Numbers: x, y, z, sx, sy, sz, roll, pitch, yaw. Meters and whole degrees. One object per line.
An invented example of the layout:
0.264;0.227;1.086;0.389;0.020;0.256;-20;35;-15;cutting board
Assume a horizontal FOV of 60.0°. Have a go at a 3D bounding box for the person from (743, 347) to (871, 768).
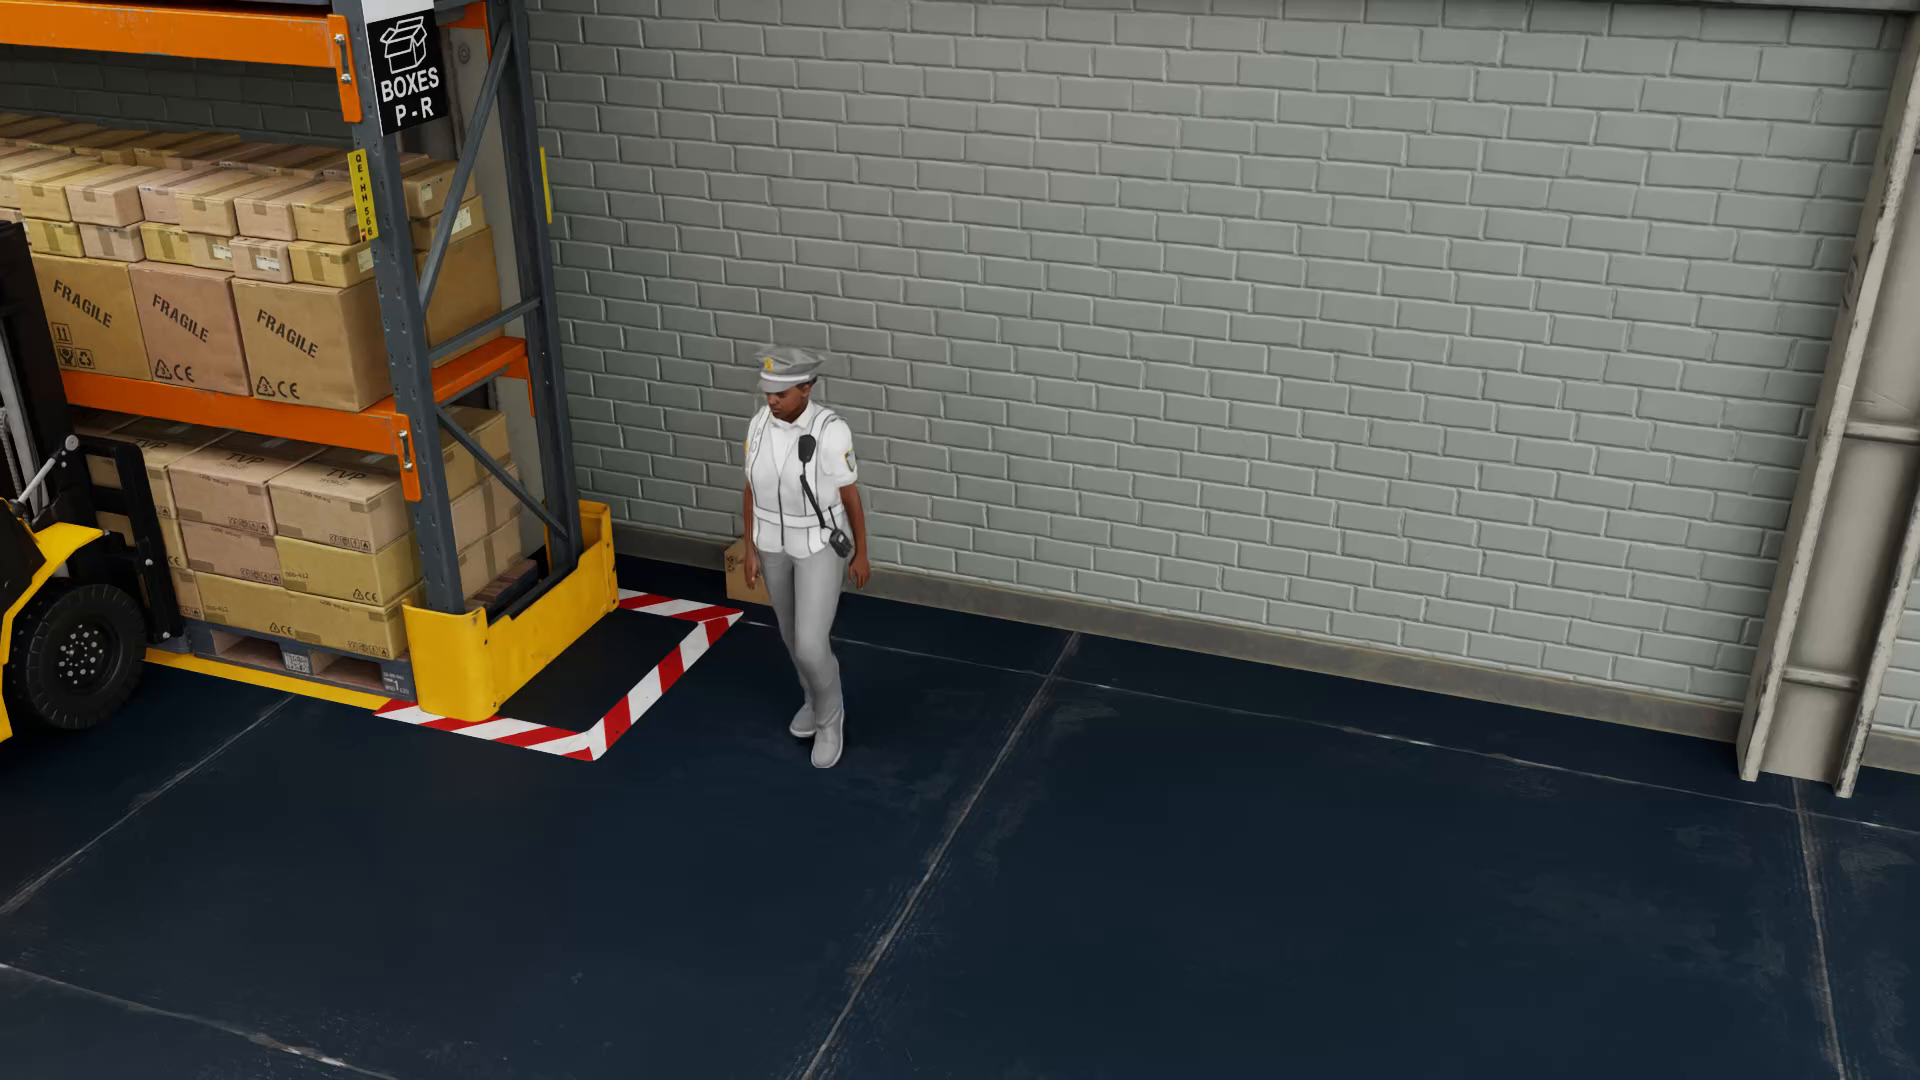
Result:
-0.623;0.074;6.452;0.481;1.704;0.489;12;28;23;person
